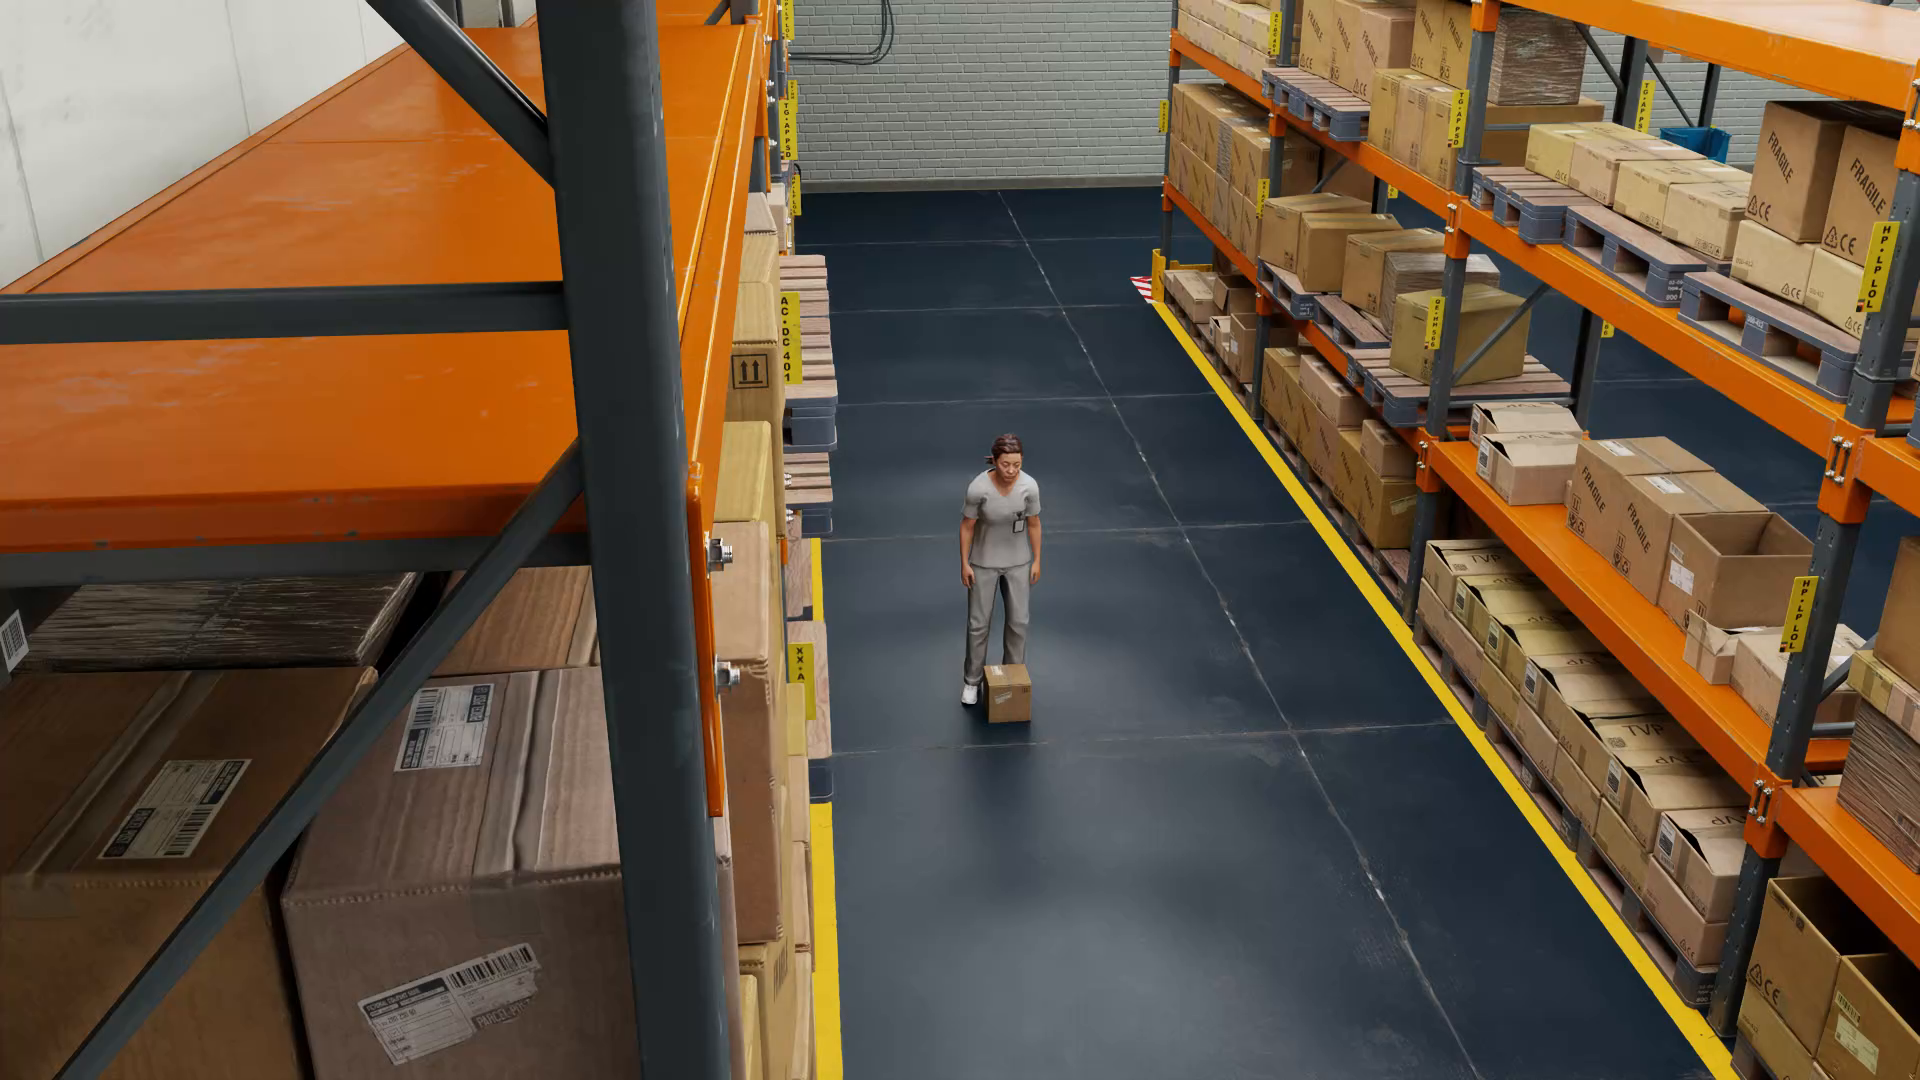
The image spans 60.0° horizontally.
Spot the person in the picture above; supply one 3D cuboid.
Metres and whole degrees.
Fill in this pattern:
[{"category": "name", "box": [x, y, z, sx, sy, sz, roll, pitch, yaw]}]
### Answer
[{"category": "person", "box": [0.242, 0.165, 9.729, 0.495, 1.672, 0.415, -4, 24, -8]}]
